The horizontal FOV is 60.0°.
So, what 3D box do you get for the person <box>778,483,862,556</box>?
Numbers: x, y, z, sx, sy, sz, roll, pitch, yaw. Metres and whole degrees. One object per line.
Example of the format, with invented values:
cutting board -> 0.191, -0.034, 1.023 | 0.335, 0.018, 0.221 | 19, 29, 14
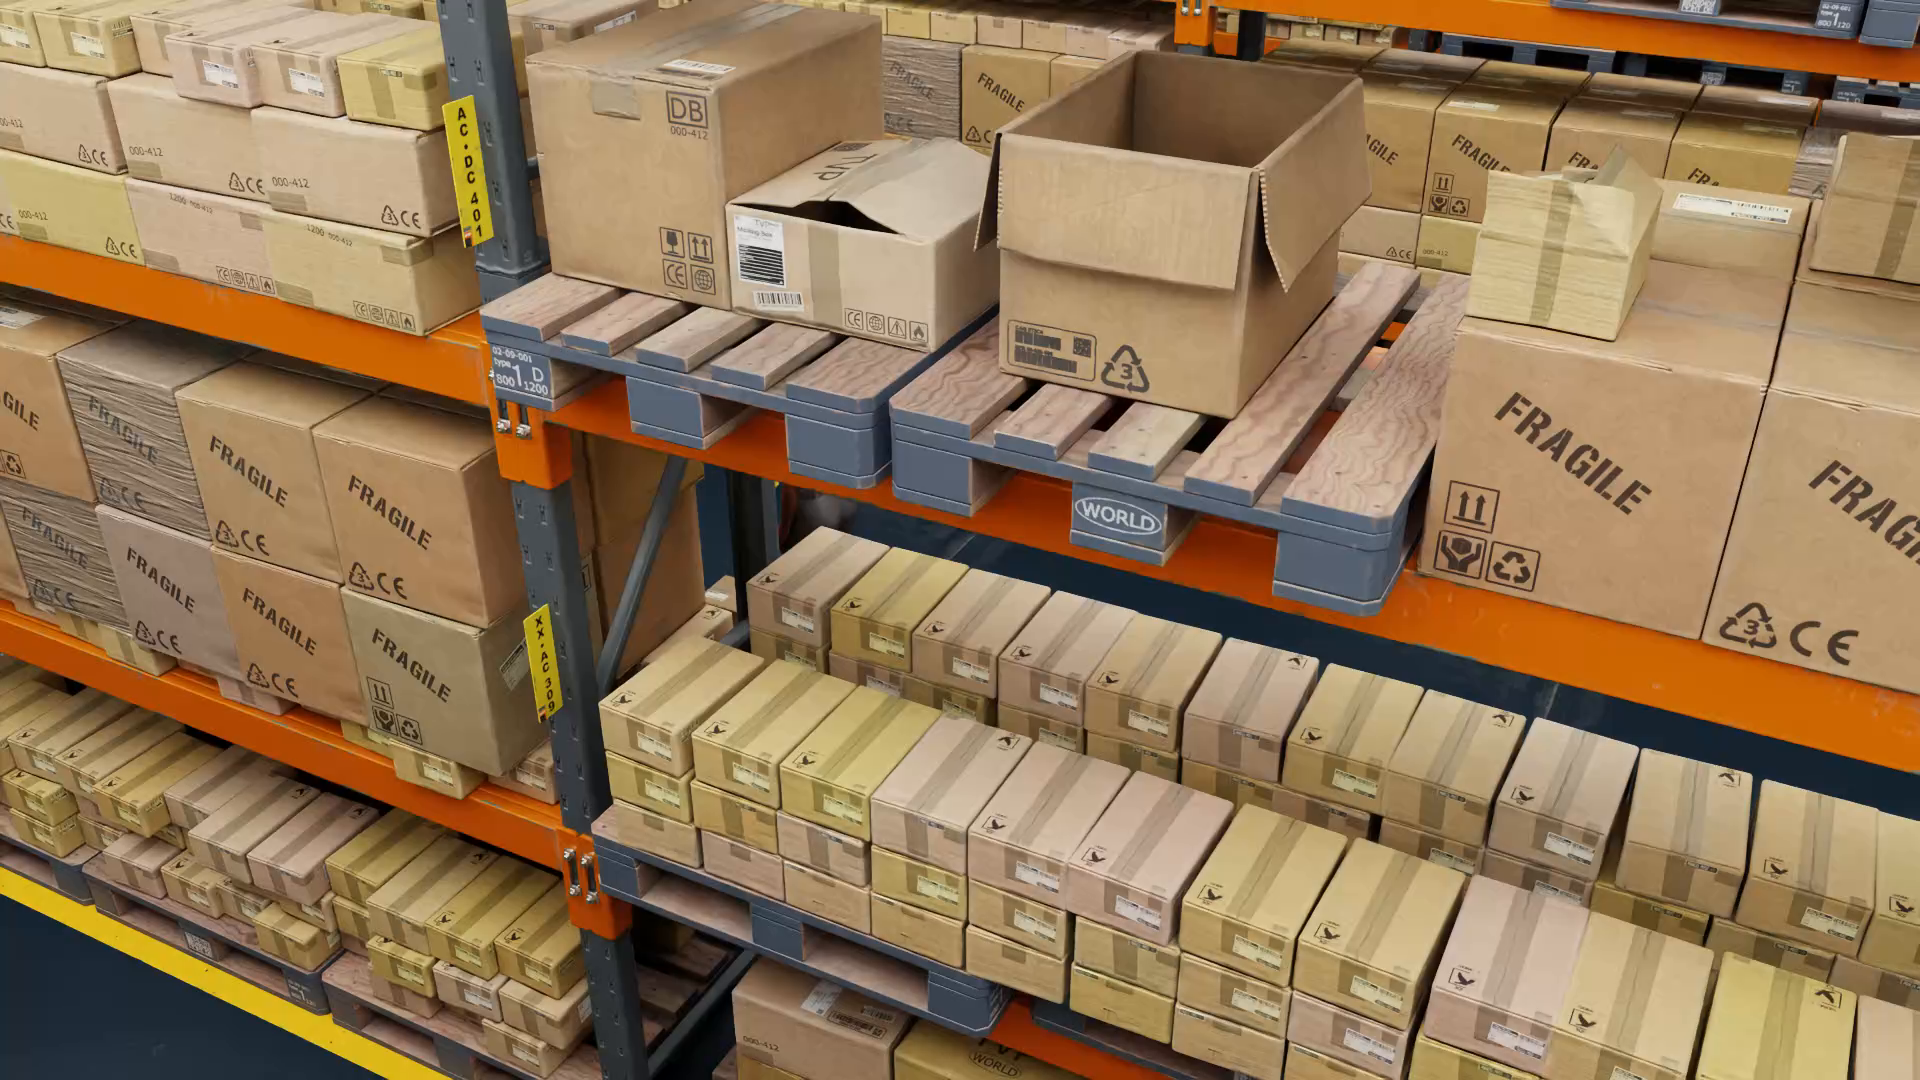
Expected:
person -> -0.644, -0.107, 7.361 | 0.331, 1.627, 0.446 | 15, 34, 24
